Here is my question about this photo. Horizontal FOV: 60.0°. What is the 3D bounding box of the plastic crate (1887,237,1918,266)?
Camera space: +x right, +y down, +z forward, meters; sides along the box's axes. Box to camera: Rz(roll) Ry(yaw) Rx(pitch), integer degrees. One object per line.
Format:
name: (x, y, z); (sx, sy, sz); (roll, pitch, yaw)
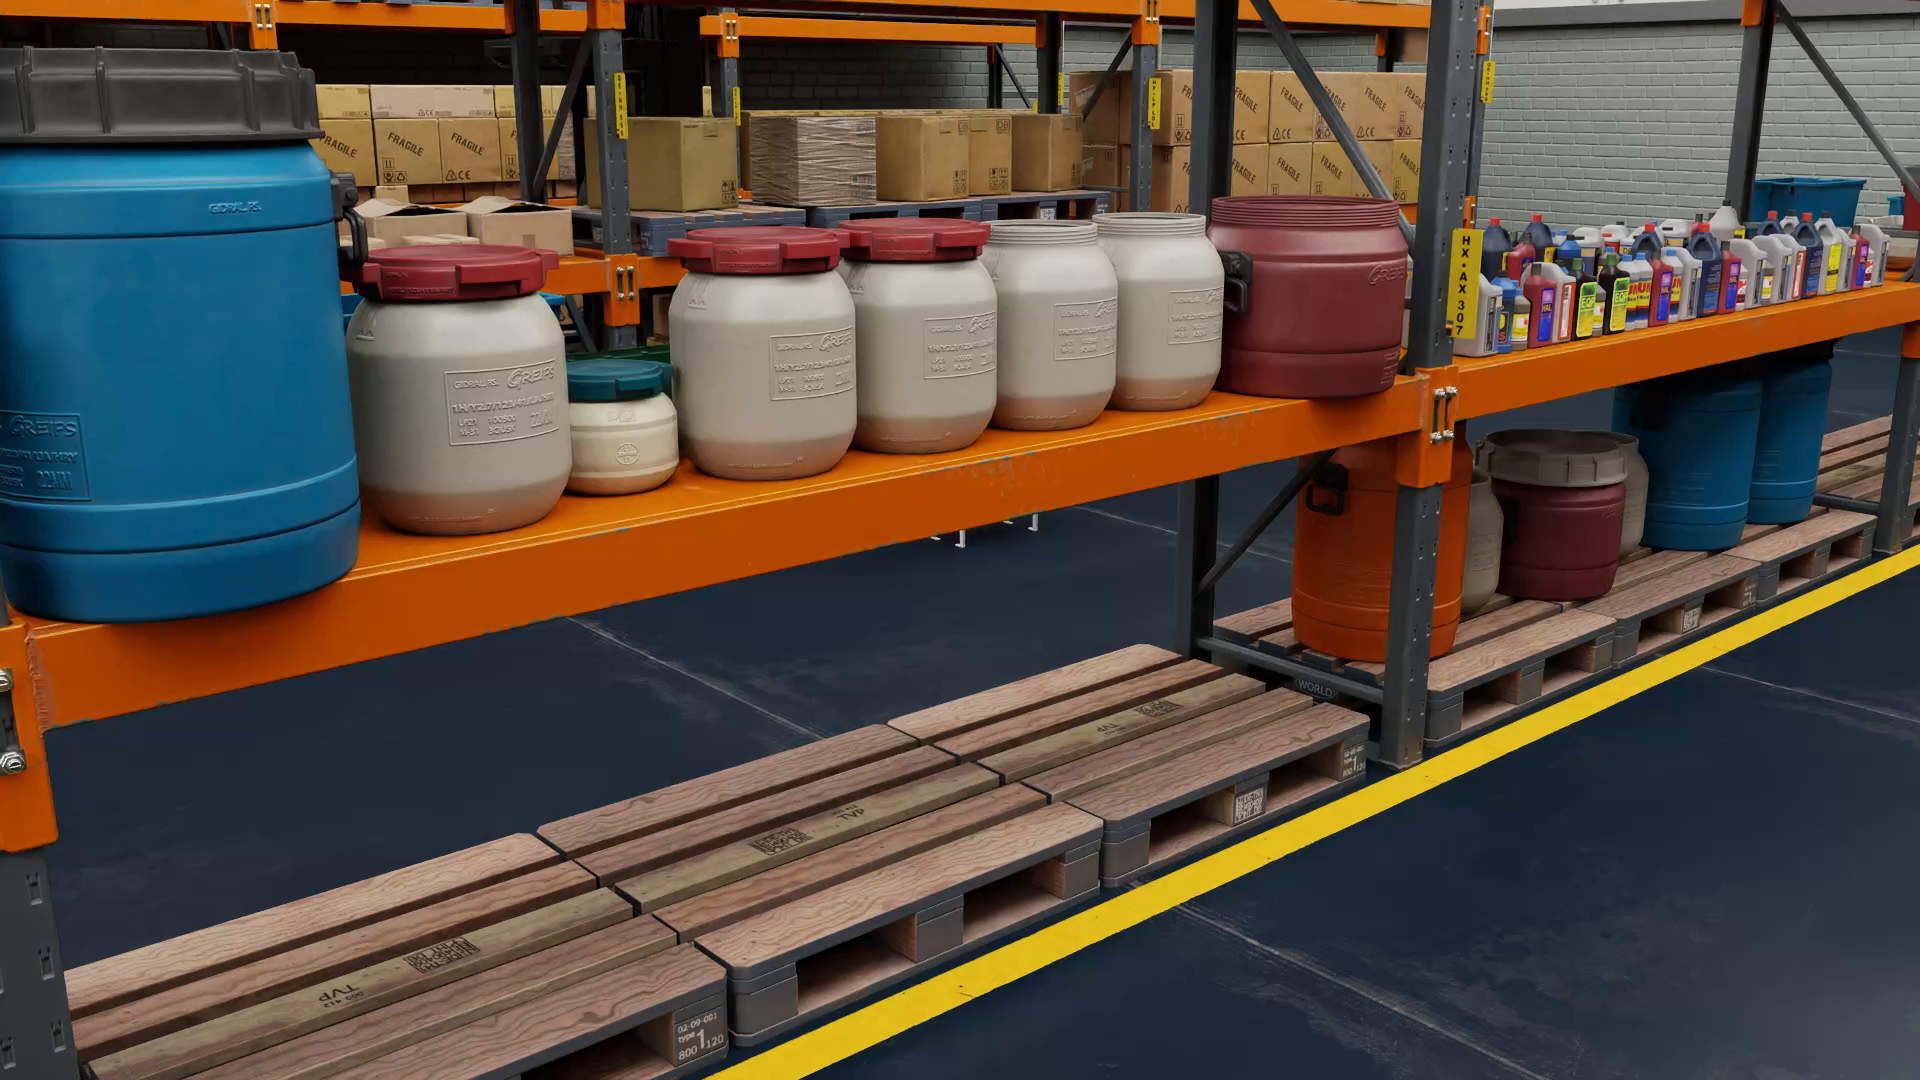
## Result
plastic crate: (4.614, -1.429, 8.182); (0.243, 0.136, 0.396); (-13, 19, -39)

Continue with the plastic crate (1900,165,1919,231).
plastic crate: (5.008, -1.639, 8.332); (0.583, 0.464, 0.402); (-13, 19, -39)

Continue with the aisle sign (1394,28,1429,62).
aisle sign: (3.797, -4.444, 14.036); (0.004, 0.787, 0.394); (-13, 19, -39)

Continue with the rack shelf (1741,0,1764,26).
rack shelf: (2.661, -2.239, 6.402); (4.000, 0.370, 1.077); (-13, 19, -39)

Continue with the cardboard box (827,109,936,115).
cardboard box: (-0.817, -3.886, 16.406); (0.700, 0.700, 0.980); (-14, 20, -42)

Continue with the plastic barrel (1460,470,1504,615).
plastic barrel: (1.877, 0.001, 6.441); (0.421, 0.512, 0.421); (0, 15, 0)

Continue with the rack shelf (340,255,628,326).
rack shelf: (-3.606, -1.077, 7.865); (4.000, 0.370, 1.077); (-13, 19, -39)

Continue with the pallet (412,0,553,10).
pallet: (-4.059, -4.395, 13.444); (1.213, 0.211, 1.003); (-12, 19, -37)

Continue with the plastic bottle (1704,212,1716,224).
plastic bottle: (3.613, -1.441, 8.058); (0.133, 0.283, 0.061); (-13, 19, -39)

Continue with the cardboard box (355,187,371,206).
cardboard box: (-4.755, -2.667, 12.872); (0.250, 0.149, 0.380); (-12, 19, -39)

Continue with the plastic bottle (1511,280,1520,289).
plastic bottle: (1.944, -0.813, 5.865); (0.097, 0.201, 0.097); (0, 15, 0)

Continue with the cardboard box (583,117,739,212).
cardboard box: (-1.696, -2.144, 9.455); (0.700, 0.500, 0.500); (8, 17, 28)

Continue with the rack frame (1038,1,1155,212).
rack frame: (0.921, -2.441, 11.577); (0.127, 3.000, 1.000); (-13, 19, -39)

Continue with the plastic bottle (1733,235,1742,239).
plastic bottle: (3.231, -1.136, 6.938); (0.097, 0.271, 0.097); (0, 15, 0)

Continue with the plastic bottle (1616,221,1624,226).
plastic bottle: (2.943, -1.290, 7.495); (0.133, 0.283, 0.061); (-13, 19, -39)

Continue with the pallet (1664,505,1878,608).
pallet: (3.560, -0.007, 7.866); (1.213, 0.211, 1.003); (-13, 19, -39)

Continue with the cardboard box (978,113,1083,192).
cardboard box: (0.416, -2.656, 11.373); (0.700, 0.500, 0.500); (8, 17, 28)

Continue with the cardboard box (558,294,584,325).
cardboard box: (-3.408, -2.283, 14.336); (0.750, 0.750, 0.750); (-12, 19, -38)

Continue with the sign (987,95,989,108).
sign: (0.324, -4.648, 18.008); (0.005, 0.325, 0.100); (-13, 19, -39)

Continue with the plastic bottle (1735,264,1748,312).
plastic bottle: (3.082, -1.016, 6.627); (0.097, 0.201, 0.097); (0, 15, 0)

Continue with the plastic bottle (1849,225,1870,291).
plastic bottle: (3.940, -1.242, 7.314); (0.133, 0.283, 0.061); (-13, 19, -39)

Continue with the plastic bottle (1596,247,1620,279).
plastic bottle: (2.793, -1.159, 7.161); (0.097, 0.201, 0.097); (0, 15, 0)

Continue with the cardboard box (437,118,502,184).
cardboard box: (-4.041, -3.132, 13.355); (0.500, 0.500, 0.500); (-13, 20, -40)

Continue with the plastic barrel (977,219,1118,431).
plastic barrel: (0.198, -0.566, 4.338); (0.421, 0.512, 0.421); (0, 15, 0)

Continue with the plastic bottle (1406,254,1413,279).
plastic bottle: (1.744, -1.009, 6.465); (0.097, 0.271, 0.097); (0, 15, 0)

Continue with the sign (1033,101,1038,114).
sign: (0.559, -2.964, 11.856); (0.005, 0.325, 0.100); (-13, 19, -39)

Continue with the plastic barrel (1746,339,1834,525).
plastic barrel: (3.748, -0.577, 7.849); (0.708, 0.901, 0.600); (-13, 19, -39)

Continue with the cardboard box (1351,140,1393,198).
cardboard box: (3.010, -2.866, 12.975); (0.500, 0.500, 0.500); (-12, 19, -39)

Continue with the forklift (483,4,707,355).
forklift: (-2.587, -2.409, 11.587); (3.031, 2.935, 1.130); (-13, 20, -40)

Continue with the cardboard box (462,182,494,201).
cardboard box: (-3.999, -2.850, 13.555); (0.250, 0.149, 0.380); (-12, 19, -39)

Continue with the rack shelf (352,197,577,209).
rack shelf: (-3.843, -2.719, 14.010); (4.000, 0.370, 1.077); (-13, 19, -39)

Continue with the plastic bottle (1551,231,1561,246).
plastic bottle: (2.518, -1.183, 7.116); (0.097, 0.271, 0.097); (0, 15, 0)

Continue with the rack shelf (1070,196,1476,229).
rack shelf: (2.429, -2.433, 12.938); (4.000, 0.370, 1.077); (-13, 19, -39)

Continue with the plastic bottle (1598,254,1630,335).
plastic bottle: (2.345, -0.884, 5.973); (0.133, 0.283, 0.061); (-13, 19, -39)

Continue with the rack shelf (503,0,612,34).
rack shelf: (-3.606, -2.527, 7.478); (4.000, 0.370, 1.077); (-13, 19, -39)

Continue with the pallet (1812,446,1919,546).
pallet: (4.699, -0.261, 8.819); (1.213, 0.211, 1.003); (-13, 19, -39)

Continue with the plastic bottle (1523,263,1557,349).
plastic bottle: (1.968, -0.800, 5.657); (0.133, 0.283, 0.061); (-13, 19, -39)

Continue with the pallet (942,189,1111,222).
pallet: (0.246, -2.234, 11.175); (1.213, 0.211, 1.003); (-13, 19, -39)

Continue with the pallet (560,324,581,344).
pallet: (-3.787, -1.705, 14.223); (1.213, 0.211, 1.003); (-13, 19, -39)

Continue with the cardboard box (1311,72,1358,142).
cardboard box: (2.627, -3.260, 12.510); (0.500, 0.500, 0.500); (-12, 19, -38)

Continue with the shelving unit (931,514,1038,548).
shelving unit: (0.125, -0.608, 8.200); (0.503, 1.200, 0.258); (-13, 19, -39)

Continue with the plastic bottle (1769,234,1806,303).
plastic bottle: (3.428, -1.139, 6.944); (0.135, 0.276, 0.152); (-13, 19, -39)

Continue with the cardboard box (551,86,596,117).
cardboard box: (-3.295, -3.669, 13.911); (0.500, 0.250, 0.500); (-12, 19, -38)

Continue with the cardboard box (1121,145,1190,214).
cardboard box: (1.484, -2.523, 11.689); (0.500, 0.500, 0.500); (-12, 19, -38)

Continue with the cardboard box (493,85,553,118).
cardboard box: (-3.679, -3.583, 13.587); (0.500, 0.250, 0.500); (-13, 20, -40)

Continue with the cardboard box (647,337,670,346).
cardboard box: (-1.545, -0.973, 10.070); (0.500, 0.500, 0.500); (-12, 19, -37)

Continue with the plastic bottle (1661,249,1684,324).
plastic bottle: (2.667, -0.957, 6.269); (0.097, 0.271, 0.097); (0, 15, 0)

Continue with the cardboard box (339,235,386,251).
cardboard box: (-3.022, -1.415, 8.223); (0.250, 0.149, 0.380); (-11, 18, -35)

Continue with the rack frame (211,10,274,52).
rack frame: (-5.352, -2.727, 12.648); (0.127, 3.000, 1.000); (-13, 19, -39)

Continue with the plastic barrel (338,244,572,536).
plastic barrel: (-1.000, -0.306, 3.320); (0.433, 0.535, 0.433); (0, 15, 0)
